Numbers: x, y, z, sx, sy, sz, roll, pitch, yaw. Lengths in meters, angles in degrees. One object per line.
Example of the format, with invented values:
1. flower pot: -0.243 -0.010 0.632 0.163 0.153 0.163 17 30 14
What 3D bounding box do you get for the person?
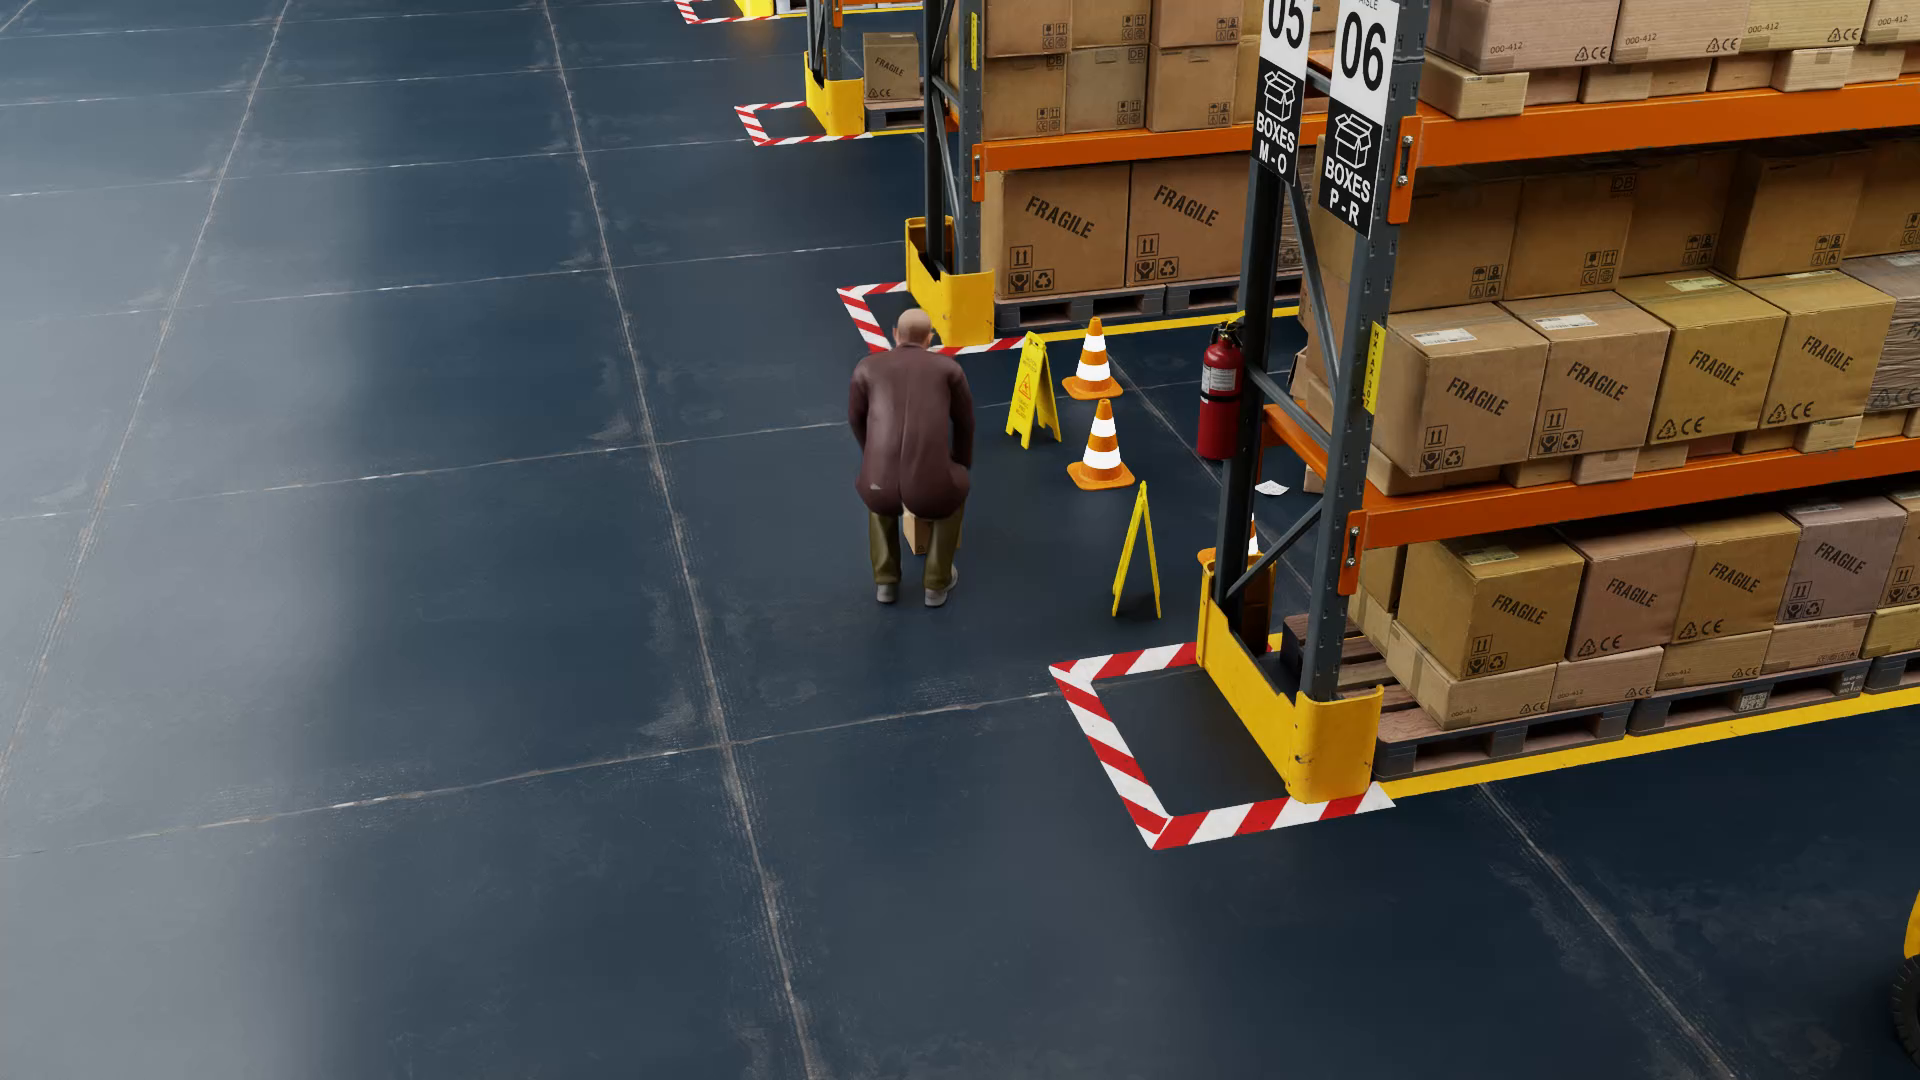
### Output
1. person: -0.202 -0.262 8.236 0.593 0.966 0.943 4 30 6
